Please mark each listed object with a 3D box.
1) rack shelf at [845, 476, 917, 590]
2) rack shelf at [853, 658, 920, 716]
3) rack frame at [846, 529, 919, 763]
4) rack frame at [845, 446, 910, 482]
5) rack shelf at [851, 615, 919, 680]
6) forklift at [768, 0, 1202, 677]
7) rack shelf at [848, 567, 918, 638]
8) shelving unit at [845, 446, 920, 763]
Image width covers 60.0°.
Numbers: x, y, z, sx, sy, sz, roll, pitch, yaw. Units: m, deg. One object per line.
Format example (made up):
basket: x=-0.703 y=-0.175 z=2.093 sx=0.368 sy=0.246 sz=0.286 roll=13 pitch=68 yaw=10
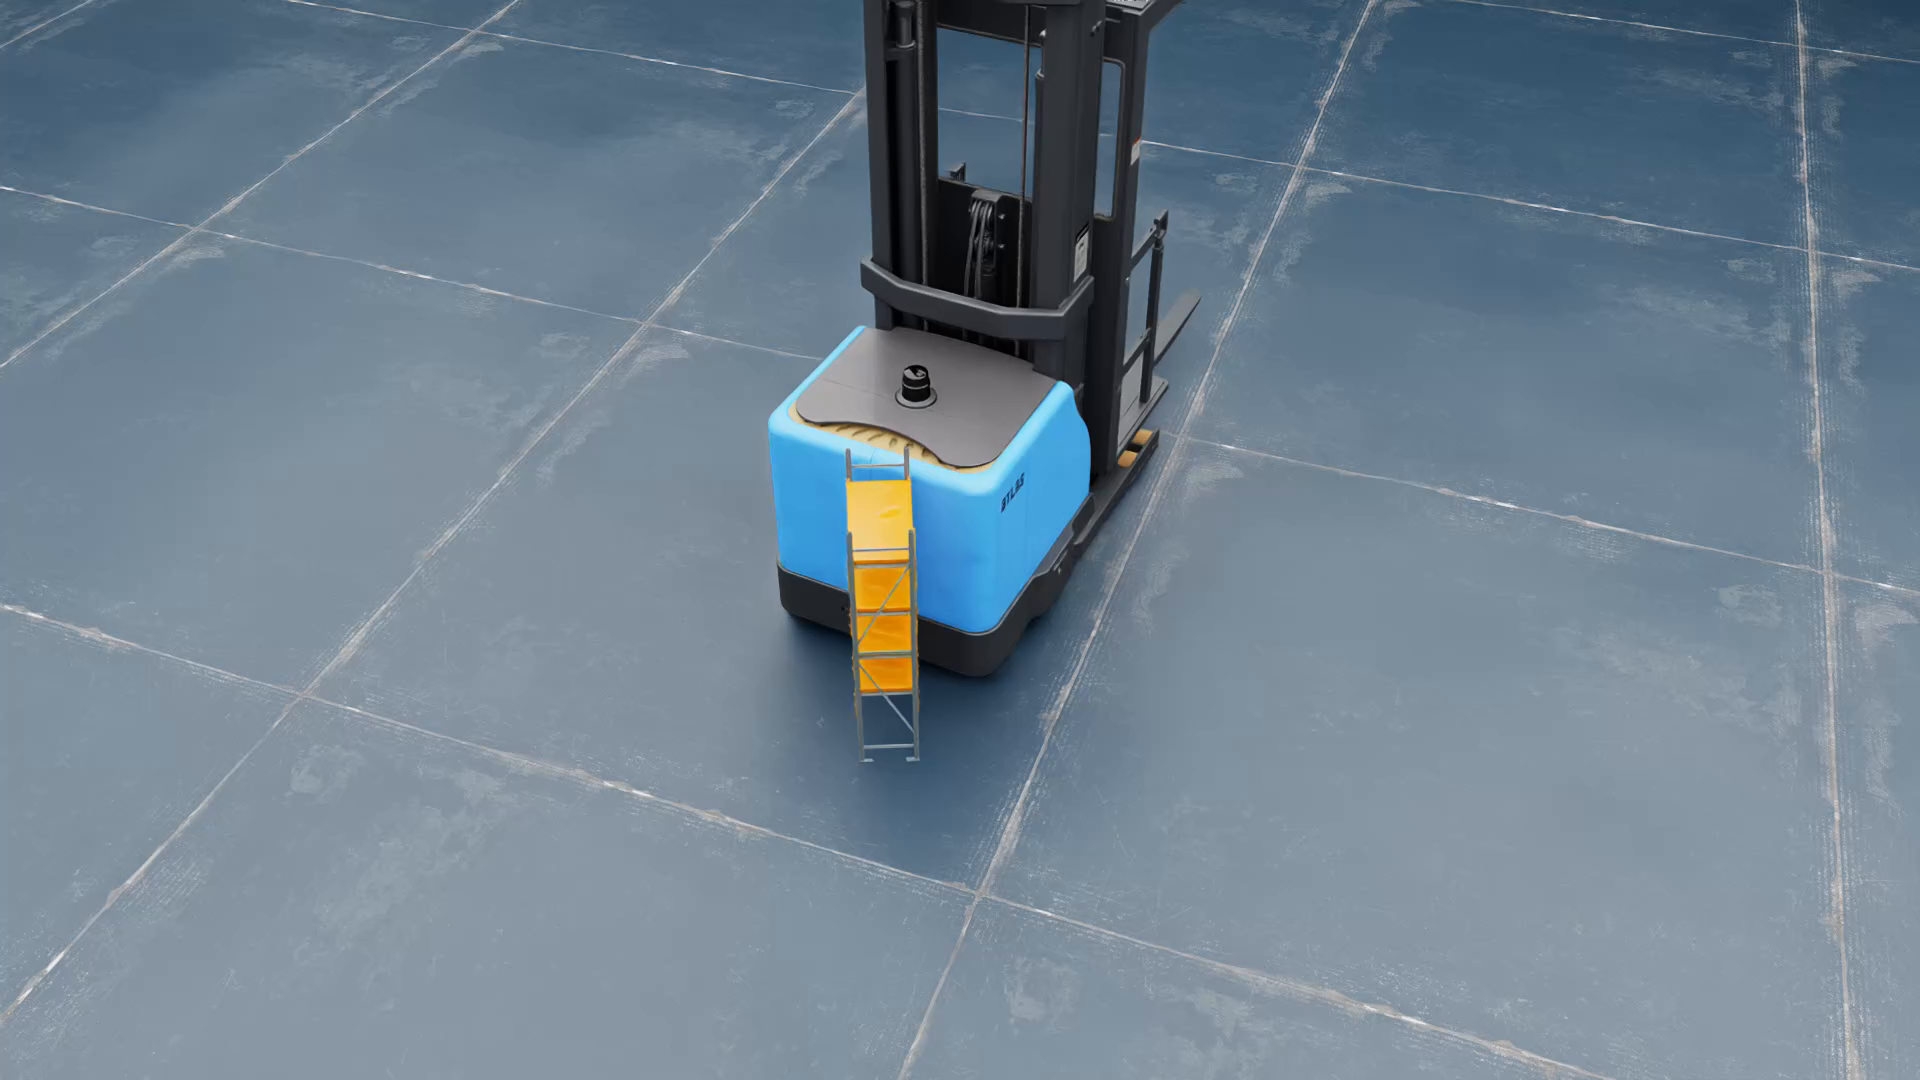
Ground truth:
rack shelf: x=-0.298 y=-0.029 z=6.208 sx=0.258 sy=0.148 sz=0.480 roll=-2 pitch=41 yaw=-3
rack shelf: x=-0.298 y=0.472 z=6.636 sx=0.258 sy=0.148 sz=0.480 roll=-2 pitch=41 yaw=-3
rack frame: x=-0.283 y=0.428 z=6.278 sx=0.240 sy=1.200 sz=0.015 roll=-2 pitch=41 yaw=-3
rack frame: x=-0.312 y=0.111 z=6.649 sx=0.240 sy=1.200 sz=0.015 roll=-2 pitch=41 yaw=-3
rack shelf: x=-0.298 y=0.321 z=6.507 sx=0.258 sy=0.148 sz=0.480 roll=-2 pitch=41 yaw=-3
forklift: x=0.322 y=-1.498 z=7.201 sx=1.130 sy=2.935 sz=3.031 roll=18 pitch=44 yaw=20
rack shelf: x=-0.298 y=0.150 z=6.362 sx=0.258 sy=0.148 sz=0.480 roll=-2 pitch=41 yaw=-3
shelving unit: x=-0.298 y=0.269 z=6.463 sx=0.258 sy=1.200 sz=0.503 roll=-2 pitch=41 yaw=-3
